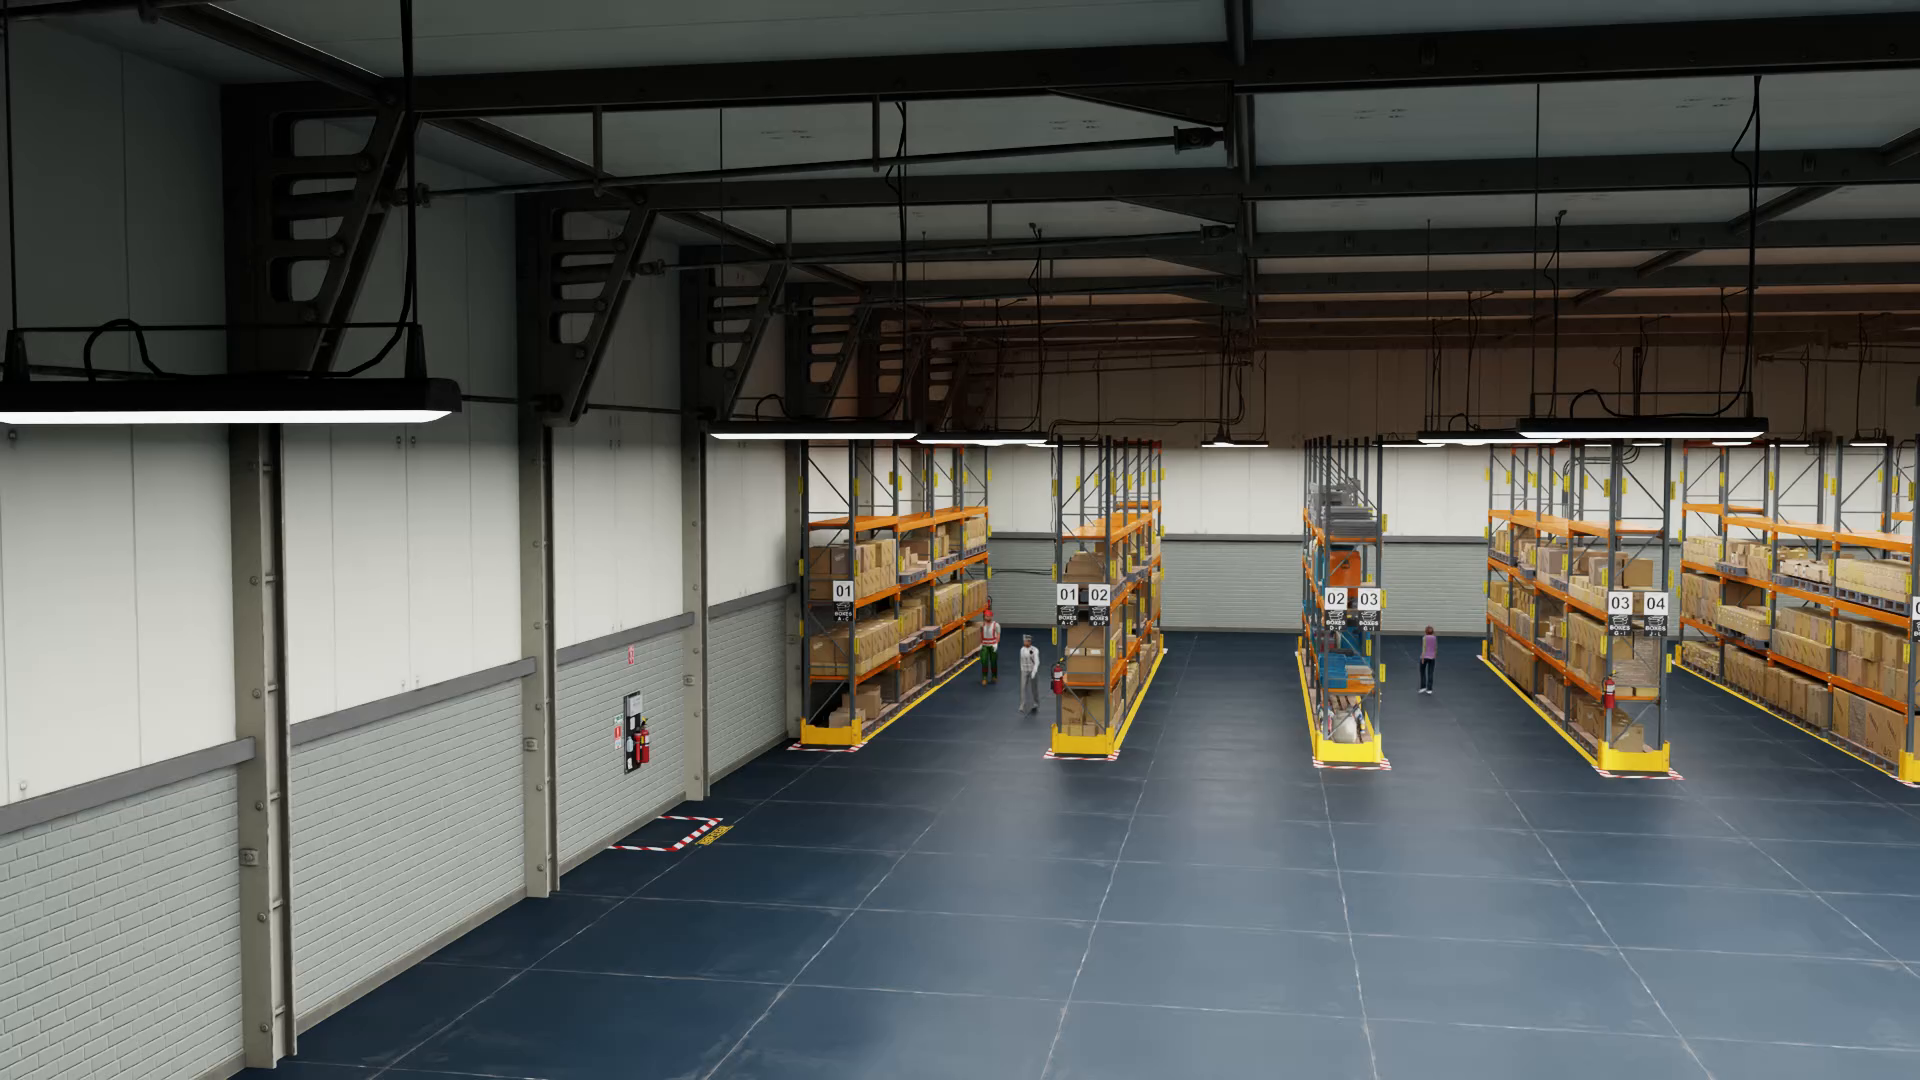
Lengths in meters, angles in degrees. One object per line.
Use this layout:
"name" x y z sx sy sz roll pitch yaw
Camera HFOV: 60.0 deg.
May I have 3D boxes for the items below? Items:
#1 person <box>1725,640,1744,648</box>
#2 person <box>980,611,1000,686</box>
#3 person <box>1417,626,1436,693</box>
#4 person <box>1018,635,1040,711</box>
"person" 21.605 2.373 46.225 0.580 1.851 0.554 -1 3 -17
"person" 0.697 2.630 40.773 0.558 1.793 0.801 1 3 22
"person" 11.043 2.816 39.215 0.402 1.581 0.788 0 3 6
"person" 1.492 2.911 36.518 0.514 1.638 0.891 2 4 29
